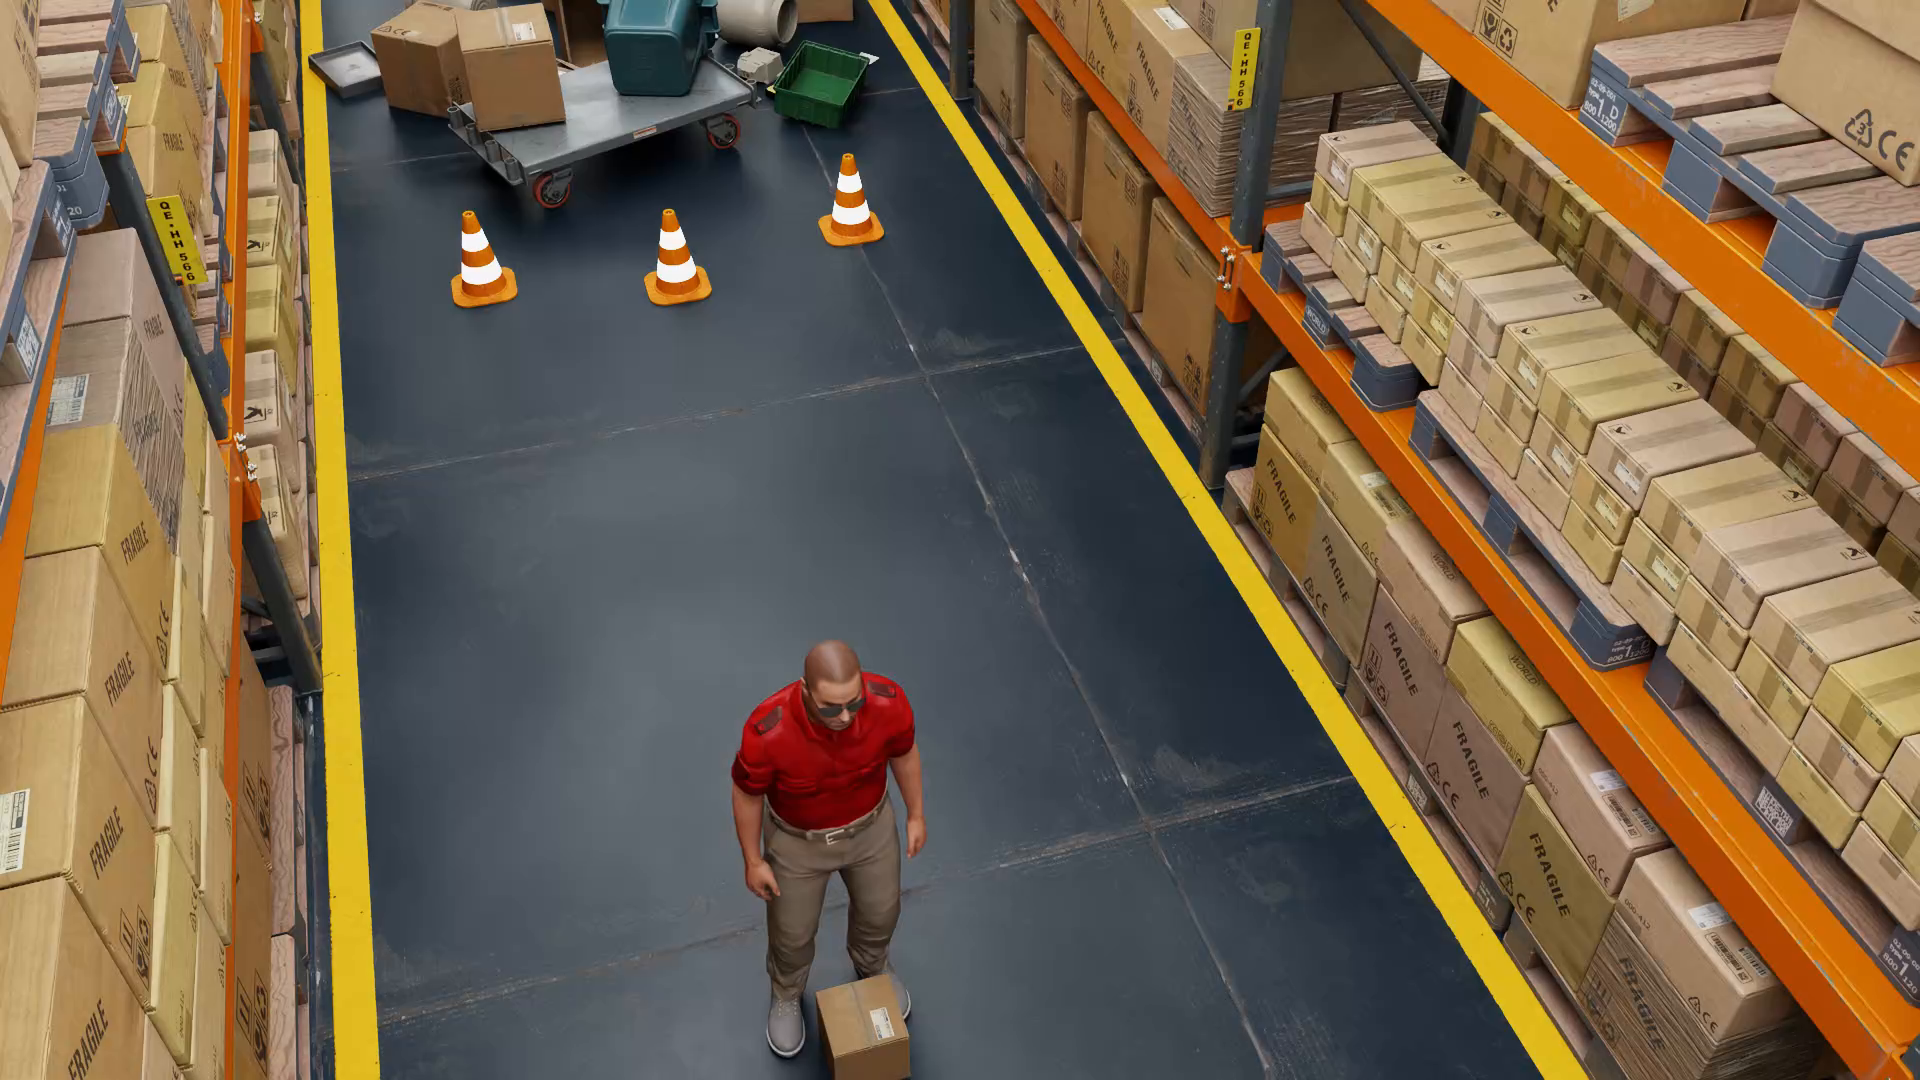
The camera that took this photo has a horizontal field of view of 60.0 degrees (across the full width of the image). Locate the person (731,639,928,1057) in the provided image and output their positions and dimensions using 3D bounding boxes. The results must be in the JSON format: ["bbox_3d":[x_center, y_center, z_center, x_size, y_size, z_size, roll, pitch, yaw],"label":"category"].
[{"bbox_3d":[-0.395,0.914,5.153,0.603,1.728,0.384,-14,44,-15],"label":"person"}]
